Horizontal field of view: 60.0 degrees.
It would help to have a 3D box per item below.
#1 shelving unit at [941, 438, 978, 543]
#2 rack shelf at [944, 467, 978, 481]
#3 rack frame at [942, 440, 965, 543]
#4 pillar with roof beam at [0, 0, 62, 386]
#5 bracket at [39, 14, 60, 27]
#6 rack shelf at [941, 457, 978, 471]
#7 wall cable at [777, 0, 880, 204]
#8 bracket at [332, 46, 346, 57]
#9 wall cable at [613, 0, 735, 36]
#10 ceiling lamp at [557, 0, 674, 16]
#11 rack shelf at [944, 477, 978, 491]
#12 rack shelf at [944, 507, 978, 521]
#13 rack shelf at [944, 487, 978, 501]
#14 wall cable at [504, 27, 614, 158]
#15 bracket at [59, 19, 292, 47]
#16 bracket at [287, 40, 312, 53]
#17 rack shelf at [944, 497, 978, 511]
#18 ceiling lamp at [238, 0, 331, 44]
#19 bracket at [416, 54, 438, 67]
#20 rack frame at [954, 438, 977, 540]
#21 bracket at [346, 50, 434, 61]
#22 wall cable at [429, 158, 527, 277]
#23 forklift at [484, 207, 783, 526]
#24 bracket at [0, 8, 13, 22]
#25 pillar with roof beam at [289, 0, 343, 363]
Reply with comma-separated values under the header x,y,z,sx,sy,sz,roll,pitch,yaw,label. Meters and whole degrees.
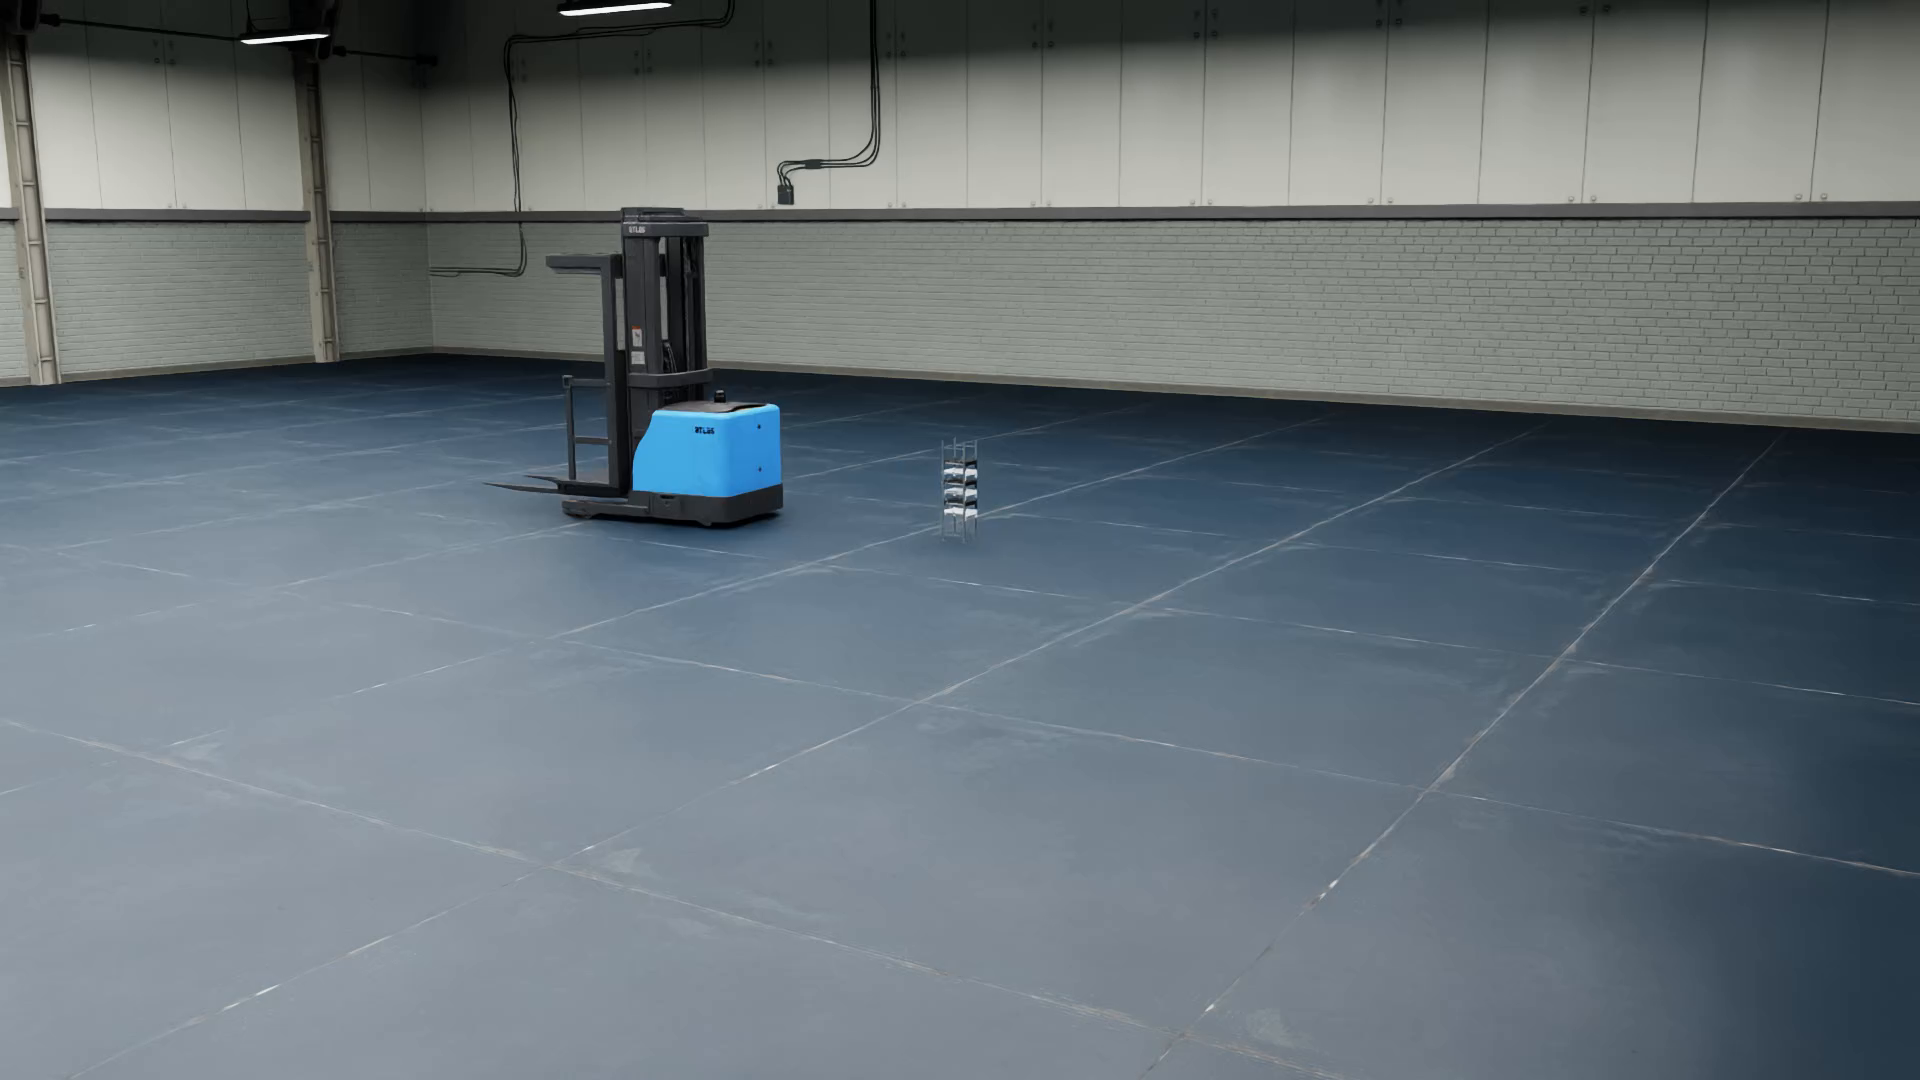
x,y,z,sx,sy,sz,roll,pitch,yaw,label
-0.004,-0.441,14.779,0.258,0.900,0.210,6,12,31,shelving unit
-0.004,-0.585,14.752,0.258,0.077,0.200,6,12,31,rack shelf
-0.057,-0.425,14.694,0.240,0.900,0.006,6,12,31,rack frame
-12.672,-6.798,26.726,9.100,9.000,0.548,6,12,31,pillar with roof beam
-15.833,-9.010,28.759,0.235,0.232,0.430,6,12,31,bracket
-0.004,-0.674,14.736,0.258,0.077,0.200,6,12,31,rack shelf
-2.471,-9.252,30.592,2.305,6.003,0.169,6,12,31,wall cable
-12.718,-9.954,33.799,0.235,0.232,0.430,6,12,31,bracket
-5.620,-11.128,32.206,3.097,2.526,0.112,6,12,31,wall cable
-4.867,-9.255,23.985,2.000,3.185,0.800,6,12,31,ceiling lamp
-0.004,-0.497,14.769,0.258,0.077,0.200,6,12,31,rack shelf
-0.004,-0.231,14.818,0.258,0.077,0.200,6,12,31,rack shelf
-0.004,-0.408,14.785,0.258,0.077,0.200,6,12,31,rack shelf
-8.265,-9.188,34.204,3.097,2.526,0.112,6,12,31,wall cable
-14.486,-9.418,30.938,0.076,0.066,4.783,6,12,31,bracket
-13.149,-9.823,33.102,0.235,0.232,0.430,6,12,31,bracket
-0.004,-0.320,14.802,0.258,0.077,0.200,6,12,31,rack shelf
-11.183,-9.961,27.756,2.000,3.185,0.800,6,12,31,ceiling lamp
-11.487,-10.326,35.790,0.235,0.232,0.430,6,12,31,bracket
0.049,-0.457,14.864,0.240,0.900,0.006,6,12,31,rack frame
-11.794,-10.233,35.294,0.076,0.066,3.189,6,12,31,bracket
-10.577,-6.964,36.049,3.097,2.526,0.112,6,12,31,wall cable
-3.277,-1.728,16.135,3.031,2.935,1.130,5,12,25,forklift
-16.264,-8.879,28.062,0.235,0.232,0.430,6,12,31,bracket
-9.557,-7.742,31.766,9.100,9.000,0.548,6,12,31,pillar with roof beam
